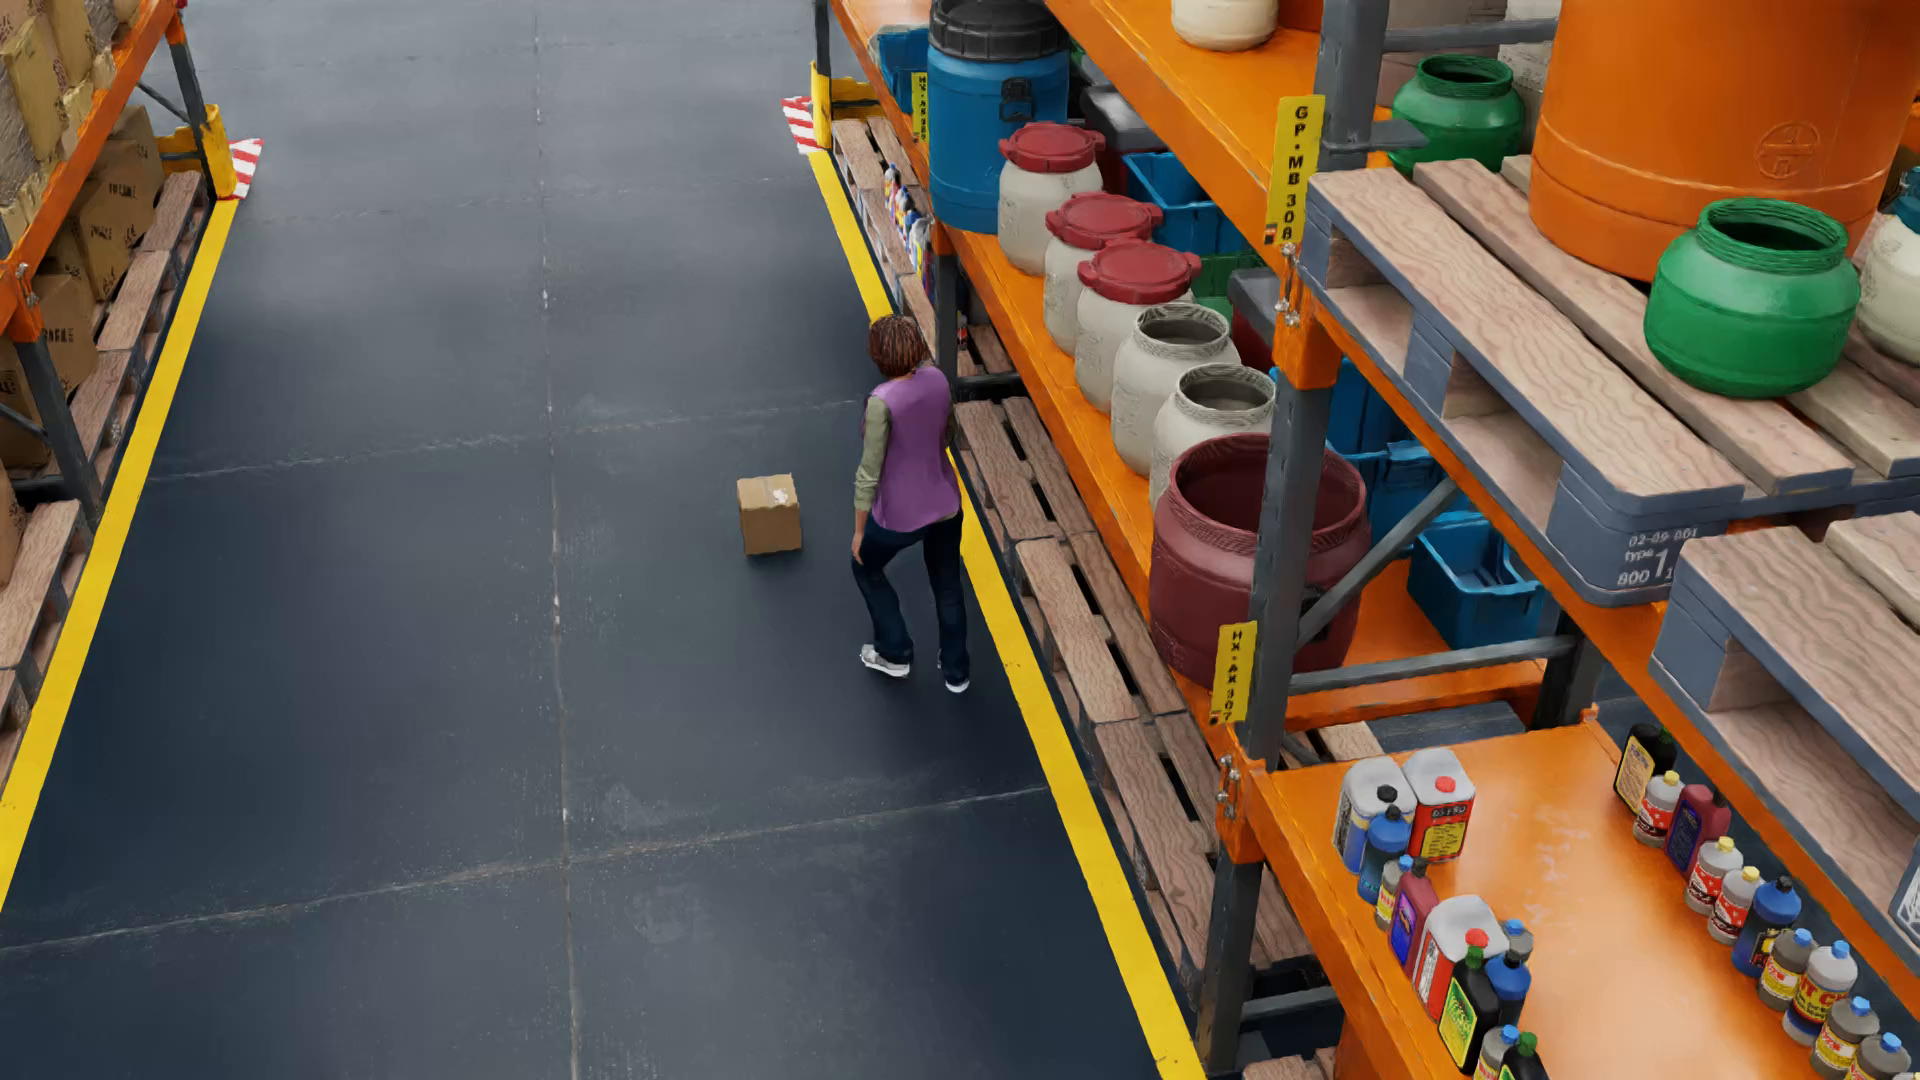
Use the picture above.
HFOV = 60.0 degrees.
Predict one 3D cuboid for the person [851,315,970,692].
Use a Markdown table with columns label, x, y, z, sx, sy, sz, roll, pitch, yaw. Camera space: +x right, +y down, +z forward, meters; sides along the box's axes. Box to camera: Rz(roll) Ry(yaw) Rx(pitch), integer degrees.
| label | x | y | z | sx | sy | sz | roll | pitch | yaw |
| --- | --- | --- | --- | --- | --- | --- | --- | --- | --- |
| person | -0.195 | -0.102 | 6.303 | 0.553 | 1.575 | 0.493 | -22 | 40 | -28 |
